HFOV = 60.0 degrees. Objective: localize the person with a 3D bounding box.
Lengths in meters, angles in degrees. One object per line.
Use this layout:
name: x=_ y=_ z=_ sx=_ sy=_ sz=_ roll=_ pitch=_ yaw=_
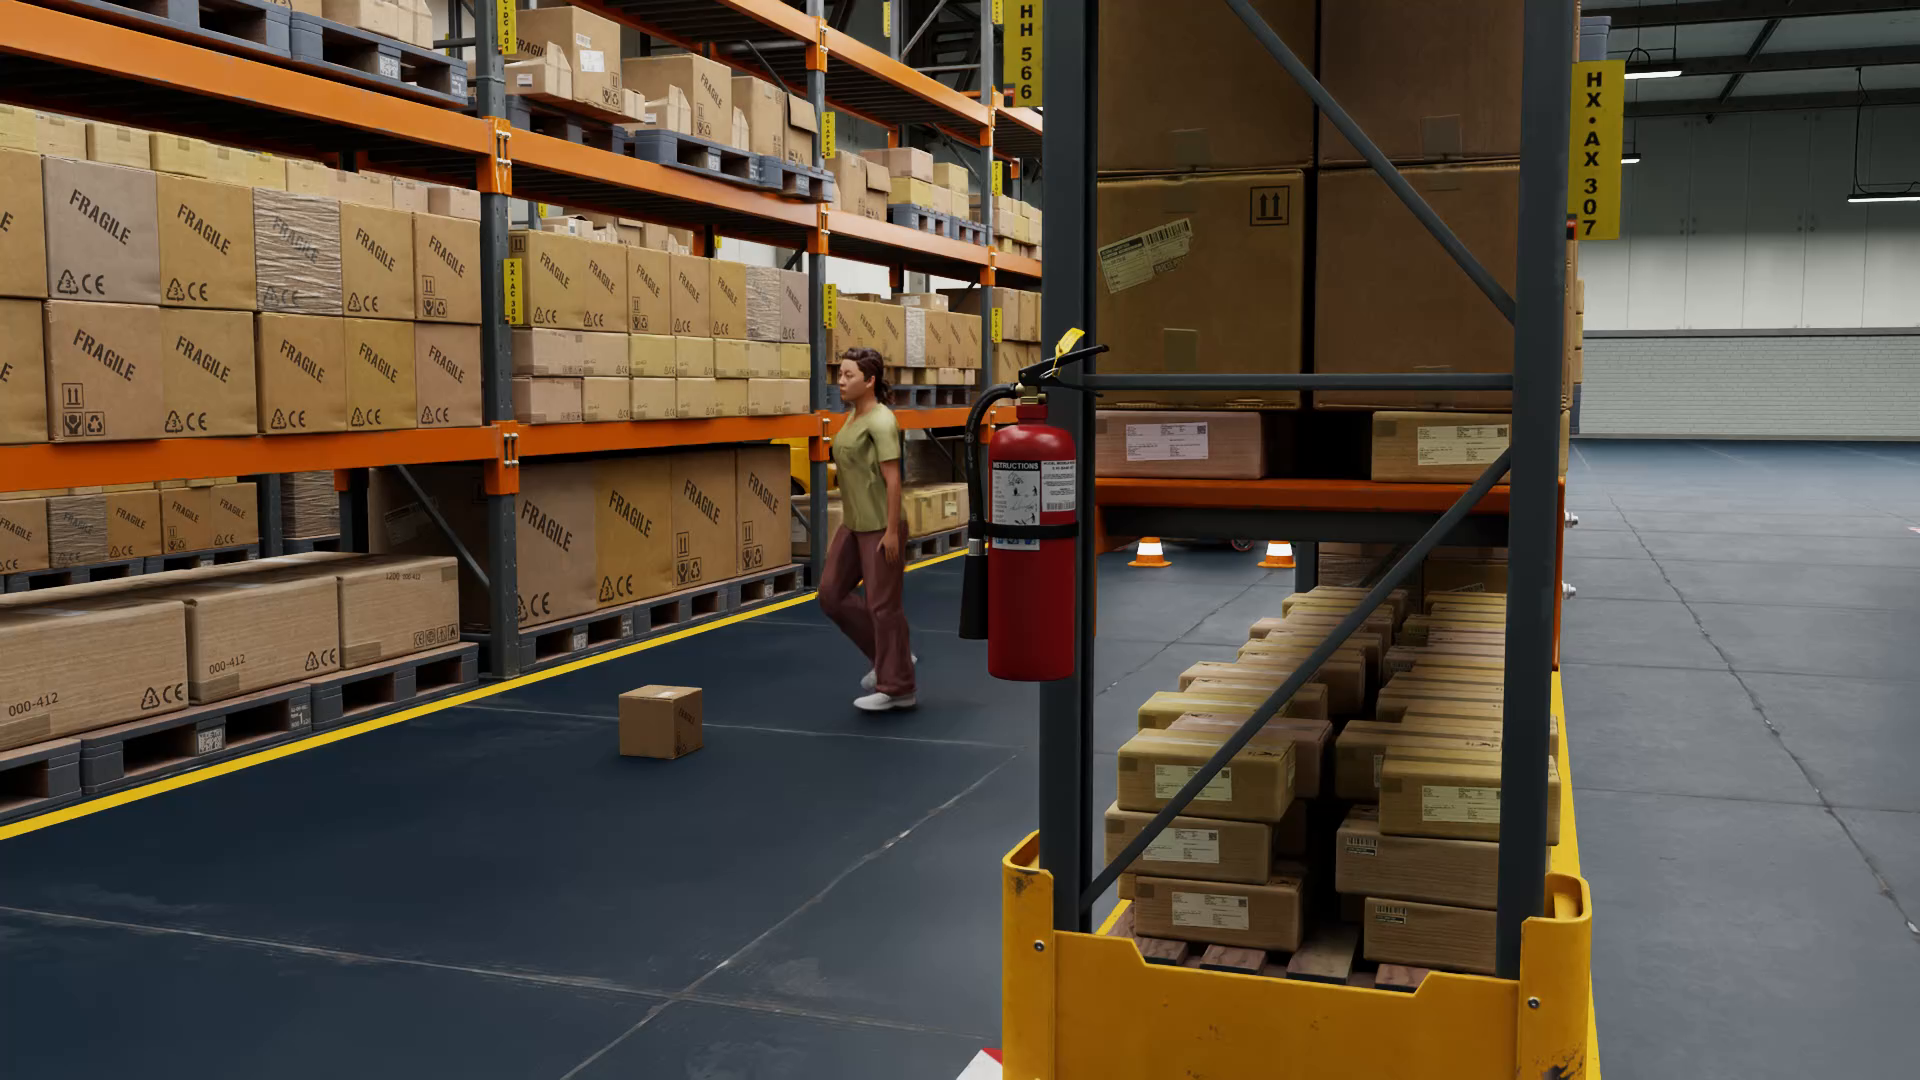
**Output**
person: x=-0.380 y=-0.045 z=7.593 sx=0.465 sy=1.660 sz=0.496 roll=-2 pitch=6 yaw=-25
